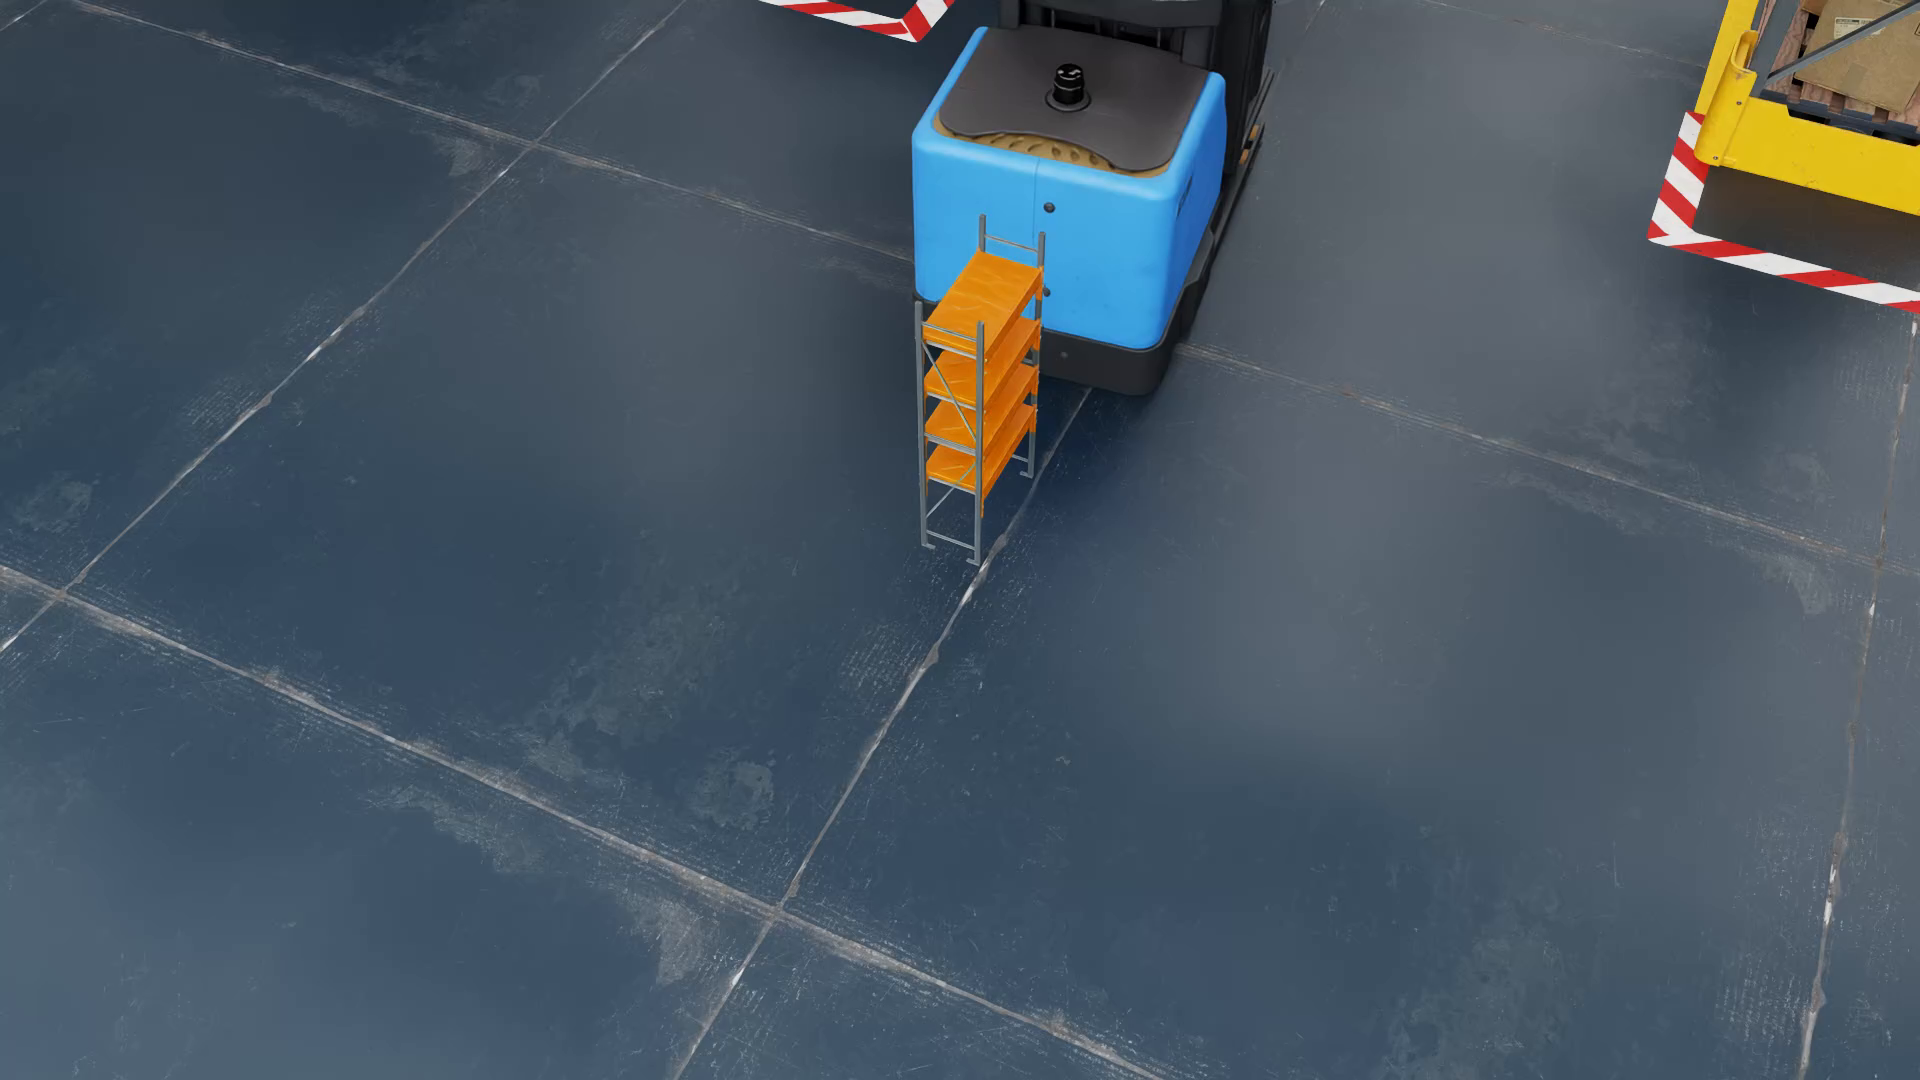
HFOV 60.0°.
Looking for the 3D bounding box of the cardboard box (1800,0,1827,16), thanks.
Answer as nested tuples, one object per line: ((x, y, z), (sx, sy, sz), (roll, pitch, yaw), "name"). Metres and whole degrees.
((4.490, -2.798, 8.027), (0.500, 0.500, 0.500), (33, 57, 25), "cardboard box")

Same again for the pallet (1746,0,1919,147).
((4.395, -2.321, 8.087), (1.003, 0.211, 1.213), (20, 52, 16), "pallet")

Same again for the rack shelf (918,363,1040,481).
((0.071, -0.459, 5.941), (0.258, 0.148, 0.480), (20, 52, 16), "rack shelf")

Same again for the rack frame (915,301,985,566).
((-0.034, -0.335, 5.747), (0.240, 1.200, 0.015), (20, 52, 16), "rack frame")

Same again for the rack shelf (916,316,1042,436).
((0.071, -0.604, 5.771), (0.258, 0.148, 0.480), (20, 52, 16), "rack shelf")

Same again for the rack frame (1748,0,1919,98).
((3.984, -2.625, 6.514), (1.000, 3.000, 0.127), (20, 52, 16), "rack frame")

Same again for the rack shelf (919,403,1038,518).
((0.071, -0.331, 6.092), (0.258, 0.148, 0.480), (20, 52, 16), "rack shelf")

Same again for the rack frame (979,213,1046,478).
((0.175, -0.671, 6.033), (0.240, 1.200, 0.015), (20, 52, 16), "rack frame")

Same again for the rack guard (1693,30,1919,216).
((4.016, -1.867, 7.510), (1.175, 0.500, 0.348), (20, 52, 16), "rack guard")

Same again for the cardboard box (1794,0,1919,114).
((4.266, -2.375, 7.667), (0.500, 0.500, 0.500), (29, 55, 22), "cardboard box")

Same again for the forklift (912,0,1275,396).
((0.775, -2.677, 6.604), (1.130, 2.935, 3.031), (15, 51, 12), "forklift")

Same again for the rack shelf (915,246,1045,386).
((0.071, -0.757, 5.591), (0.258, 0.148, 0.480), (20, 52, 16), "rack shelf")

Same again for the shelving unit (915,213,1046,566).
((0.071, -0.503, 5.890), (0.258, 1.200, 0.503), (20, 52, 16), "shelving unit")
